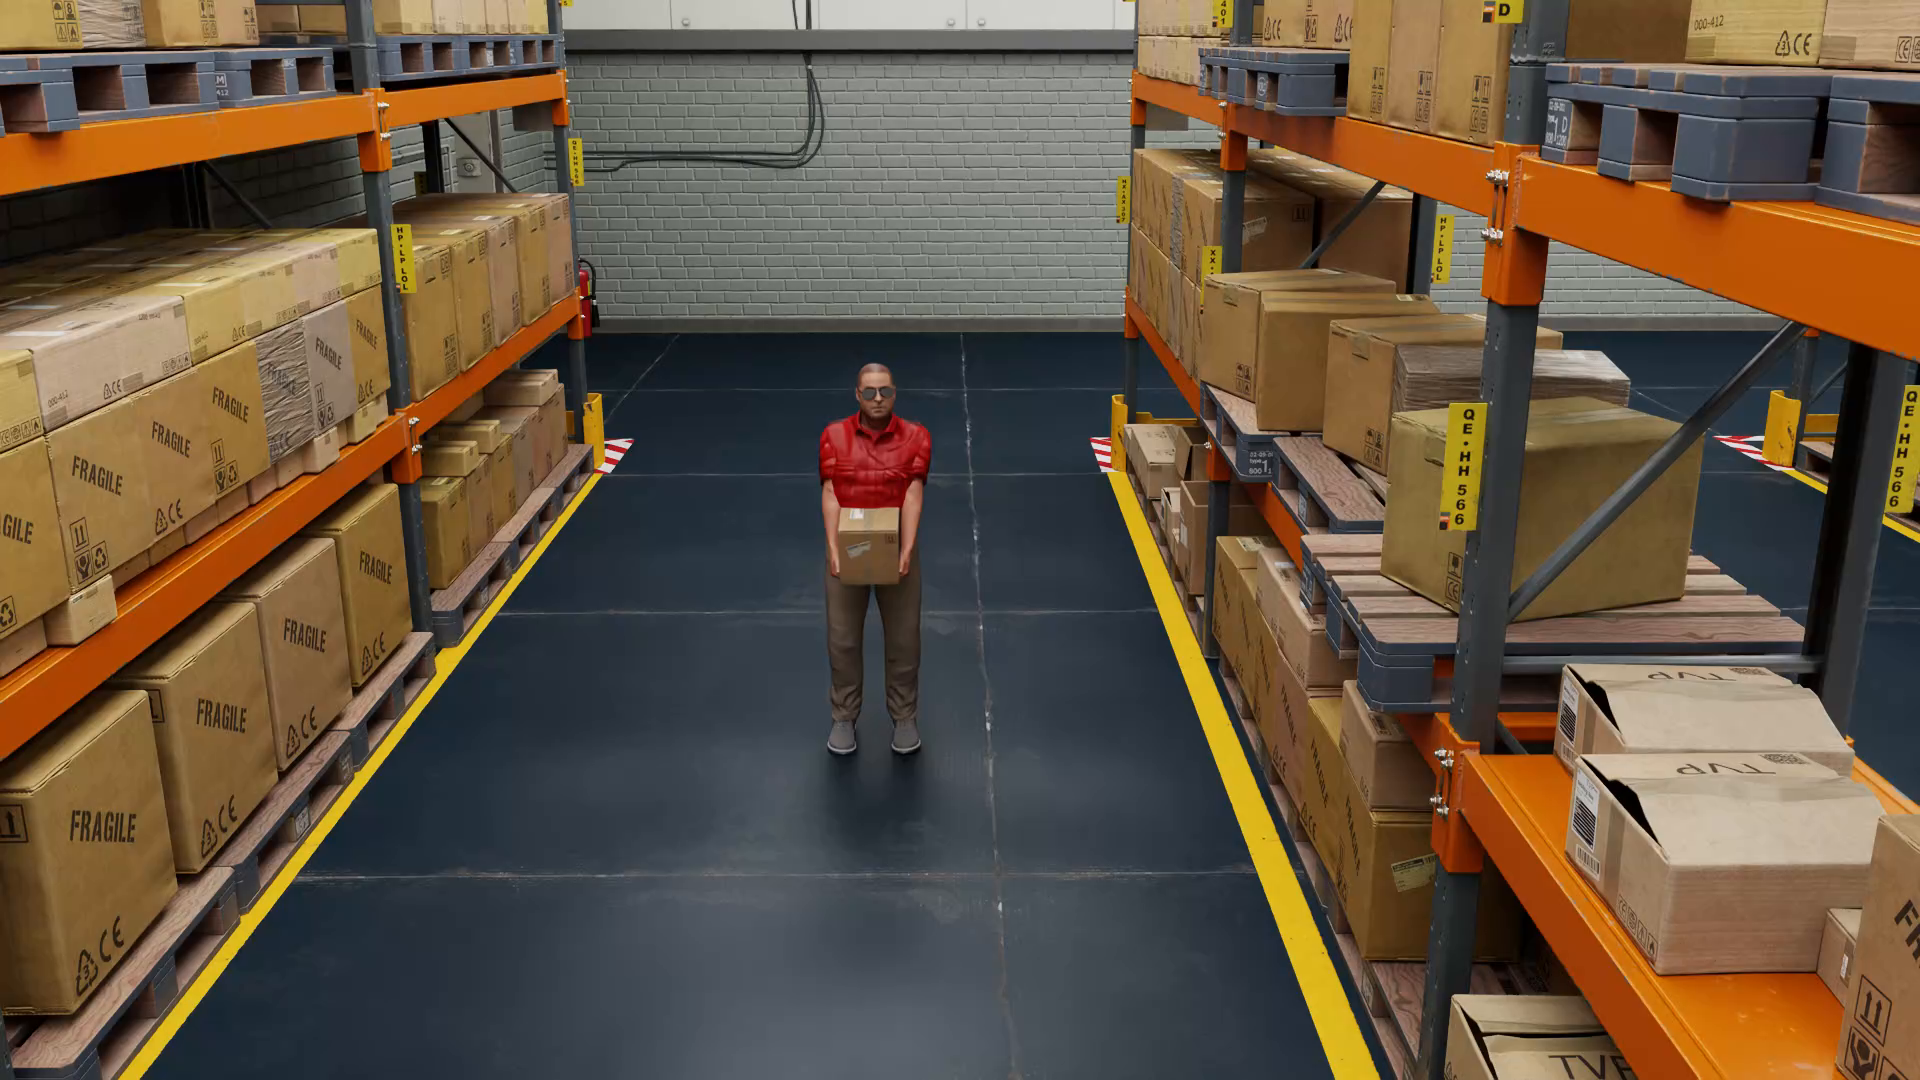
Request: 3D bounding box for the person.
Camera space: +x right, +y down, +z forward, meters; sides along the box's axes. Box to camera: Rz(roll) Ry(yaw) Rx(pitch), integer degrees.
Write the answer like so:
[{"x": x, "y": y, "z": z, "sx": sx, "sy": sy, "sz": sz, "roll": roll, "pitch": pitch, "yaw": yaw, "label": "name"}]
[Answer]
[{"x": -0.366, "y": 0.109, "z": 7.236, "sx": 0.490, "sy": 1.724, "sz": 0.542, "roll": 0, "pitch": 17, "yaw": -1, "label": "person"}]
